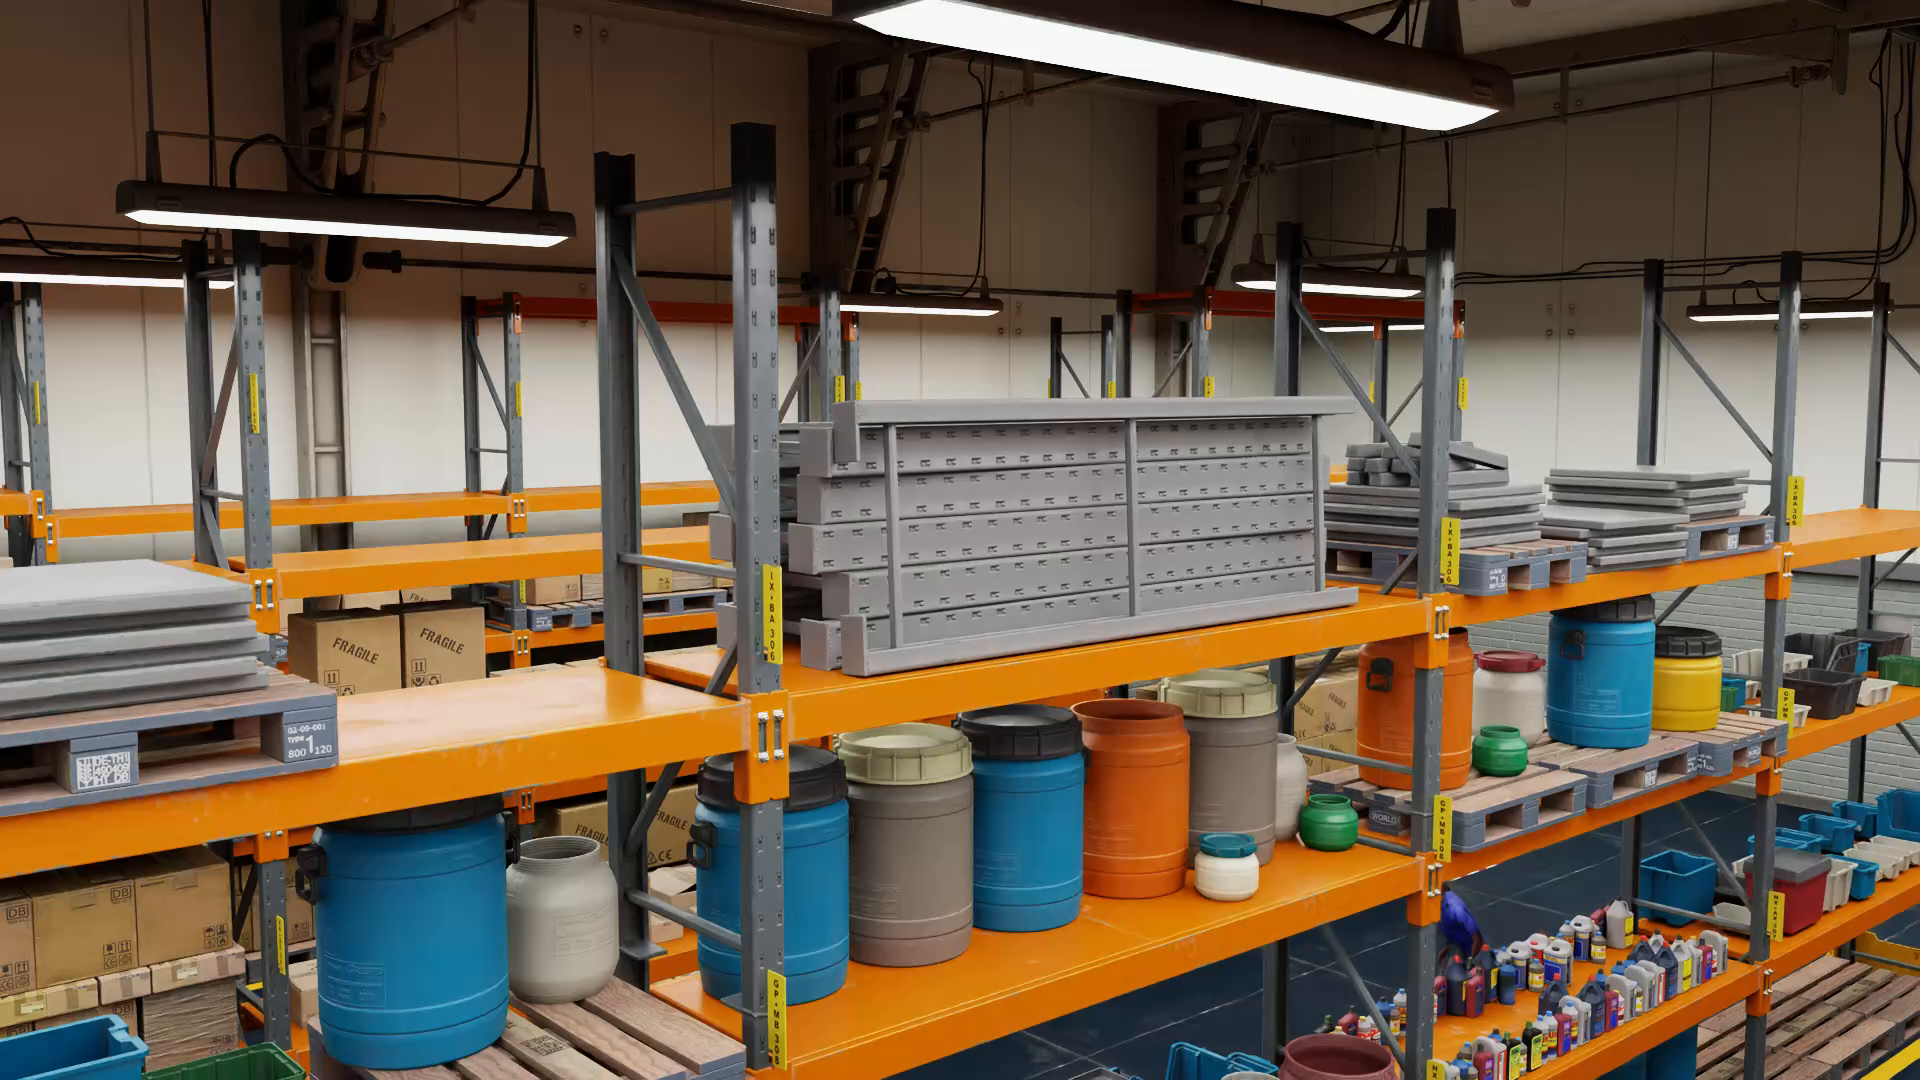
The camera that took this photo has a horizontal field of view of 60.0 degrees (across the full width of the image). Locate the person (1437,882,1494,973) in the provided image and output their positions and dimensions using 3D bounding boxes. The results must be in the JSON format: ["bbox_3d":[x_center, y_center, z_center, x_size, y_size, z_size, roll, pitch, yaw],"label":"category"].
[{"bbox_3d":[3.986,3.253,12.751,0.989,1.466,0.571,-1,5,-8],"label":"person"}]
